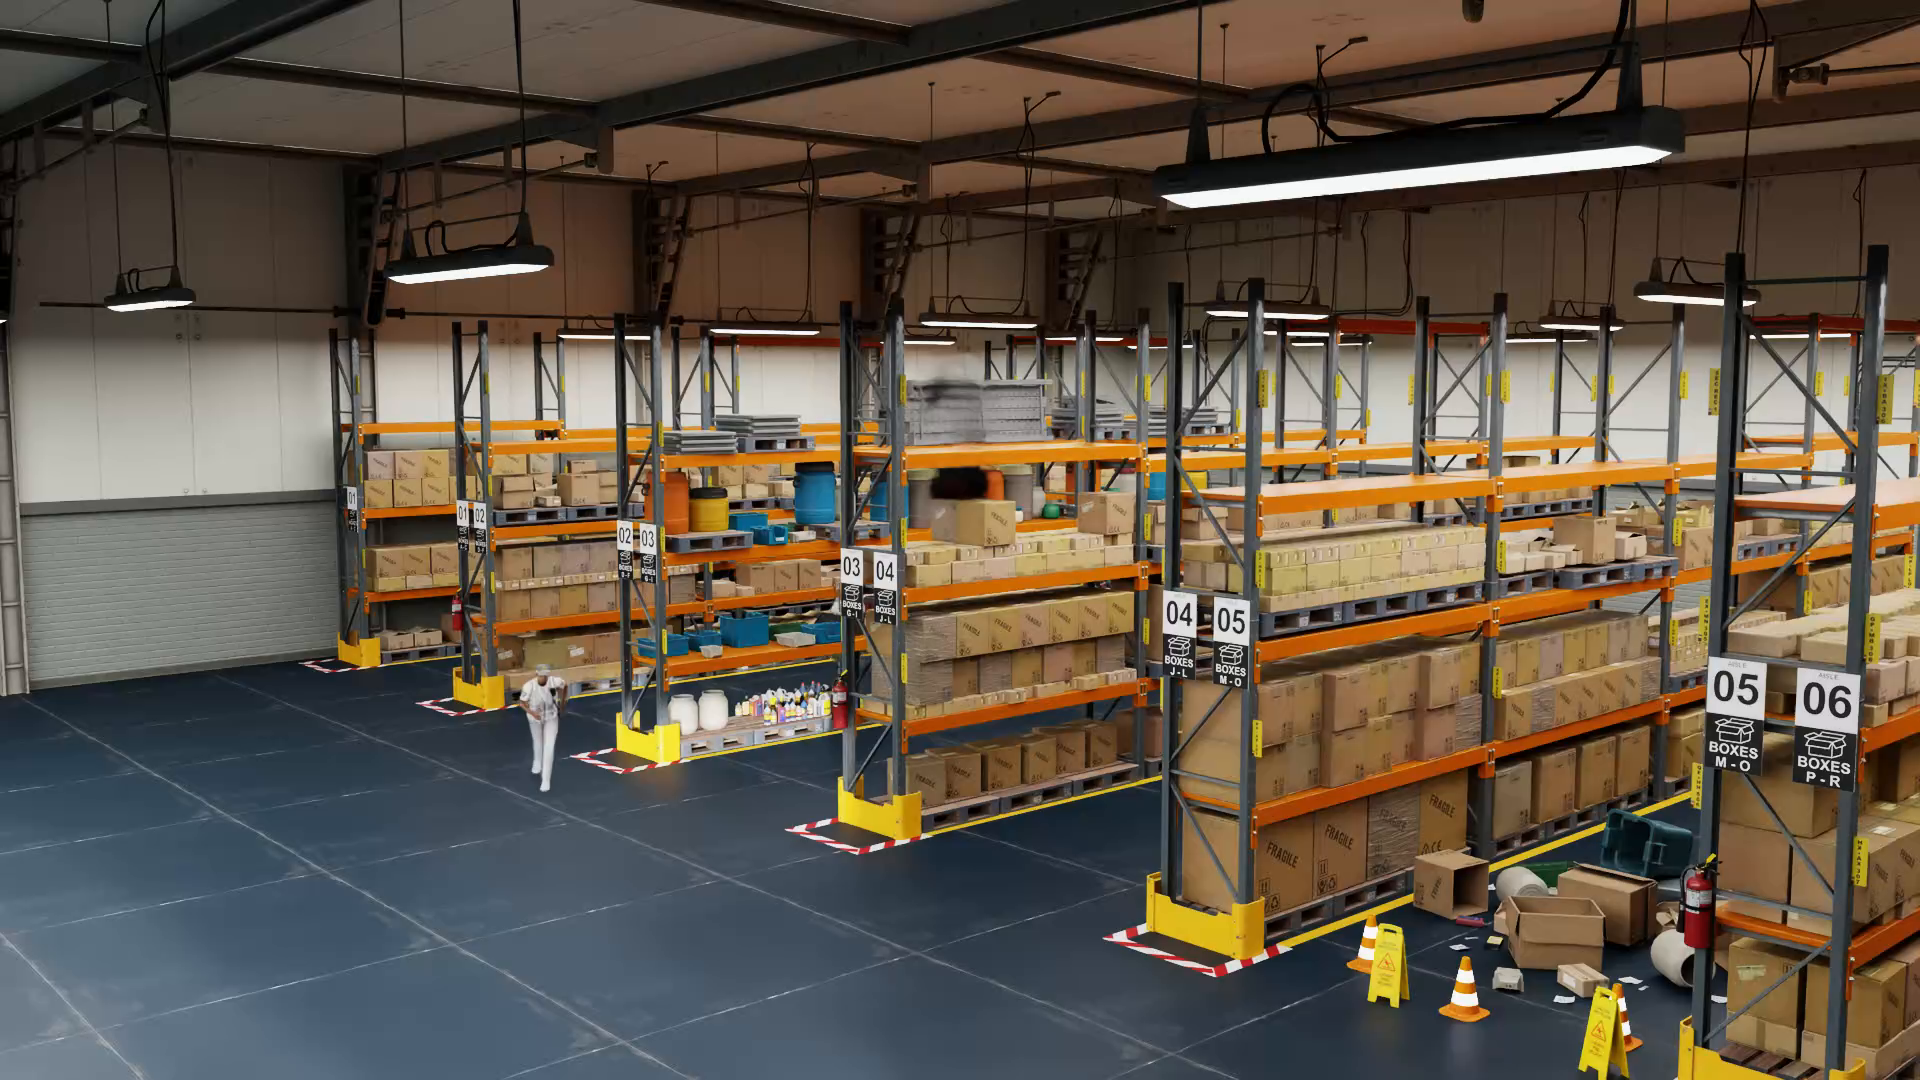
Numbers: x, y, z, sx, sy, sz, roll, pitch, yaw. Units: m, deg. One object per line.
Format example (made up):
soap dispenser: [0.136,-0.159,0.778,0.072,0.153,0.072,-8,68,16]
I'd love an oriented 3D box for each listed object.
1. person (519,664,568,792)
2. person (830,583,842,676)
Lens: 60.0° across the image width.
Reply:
person: [-5.291,2.319,21.106,0.615,1.647,0.981,-2,6,-20]
person: [-2.017,1.547,28.367,0.587,1.633,0.583,5,8,42]
